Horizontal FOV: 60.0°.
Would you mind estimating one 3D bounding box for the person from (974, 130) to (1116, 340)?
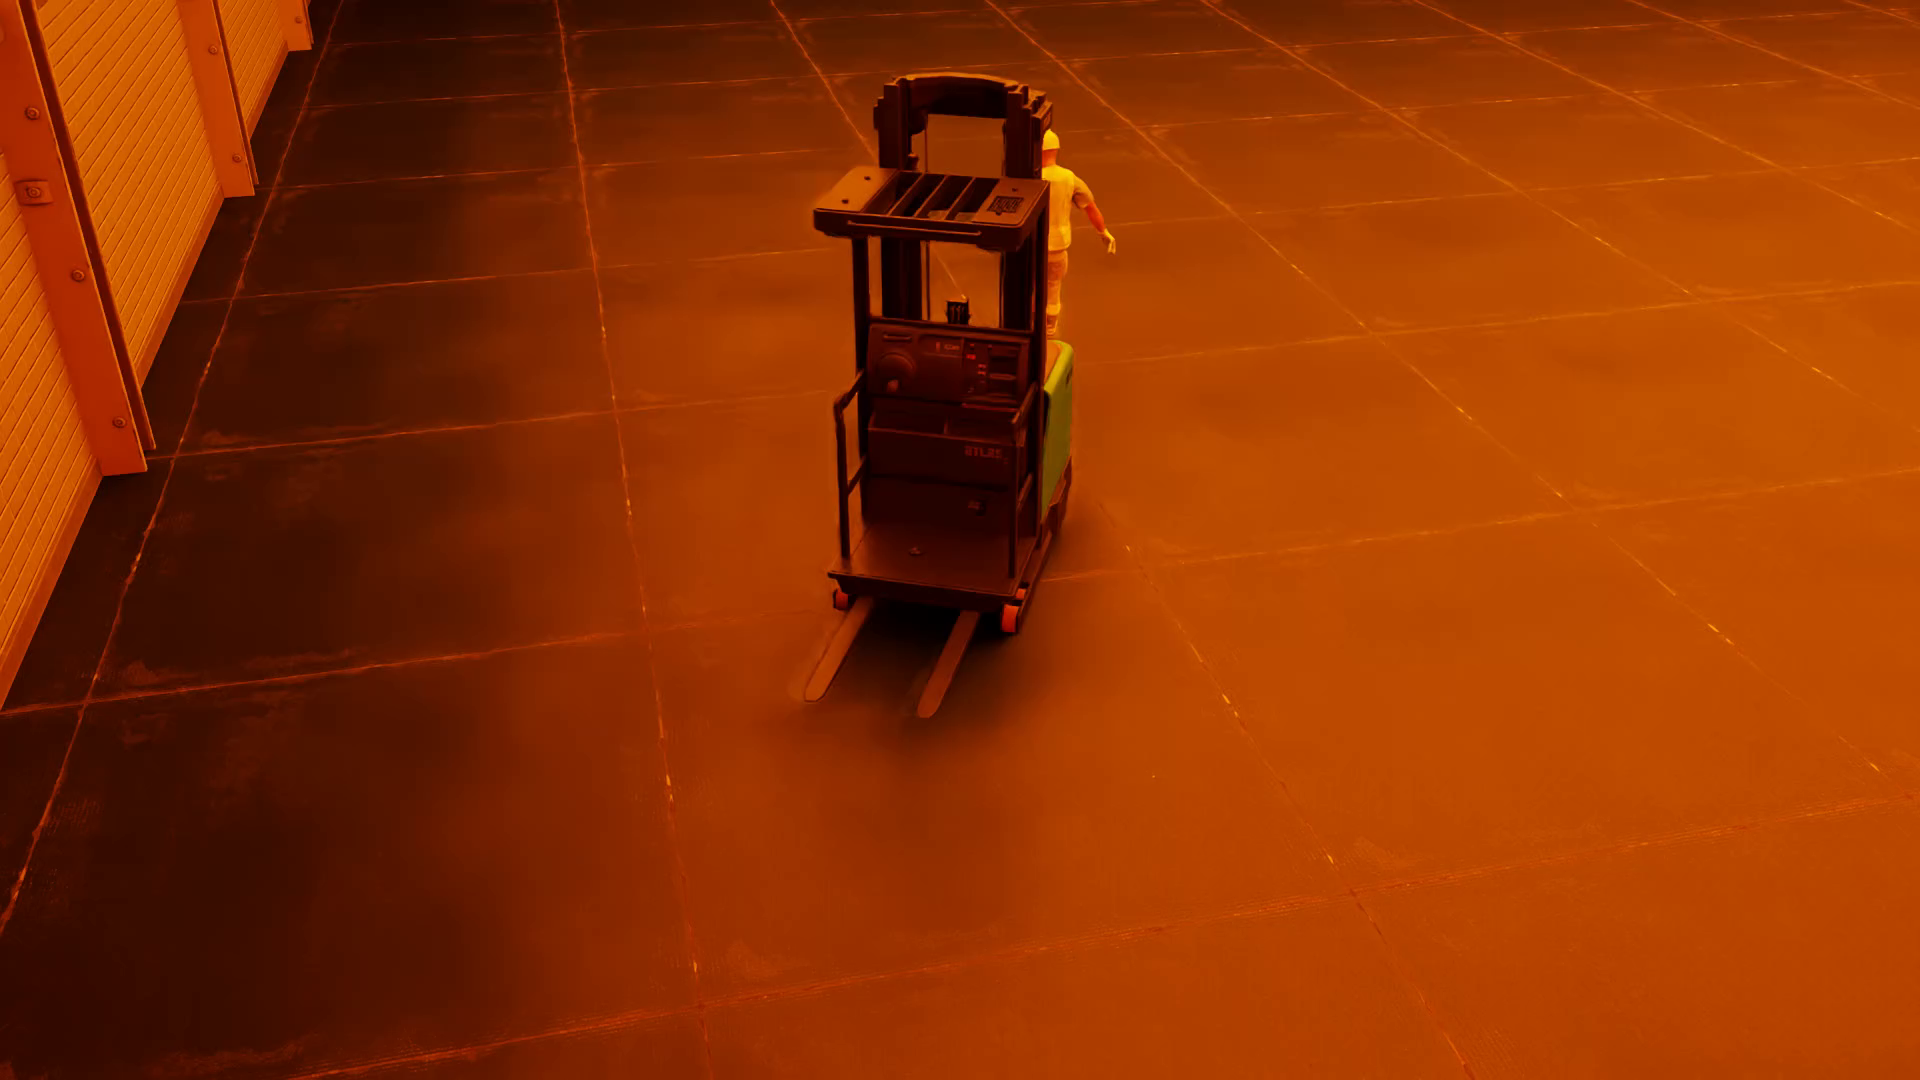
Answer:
[{"bbox_3d":[0.650,-2.285,12.721,1.031,1.781,0.698,-6,31,-10],"label":"person"}]

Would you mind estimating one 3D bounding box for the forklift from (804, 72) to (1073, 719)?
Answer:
[{"bbox_3d":[-0.120,-0.940,9.199,1.130,2.935,3.031,7,31,12],"label":"forklift"}]
